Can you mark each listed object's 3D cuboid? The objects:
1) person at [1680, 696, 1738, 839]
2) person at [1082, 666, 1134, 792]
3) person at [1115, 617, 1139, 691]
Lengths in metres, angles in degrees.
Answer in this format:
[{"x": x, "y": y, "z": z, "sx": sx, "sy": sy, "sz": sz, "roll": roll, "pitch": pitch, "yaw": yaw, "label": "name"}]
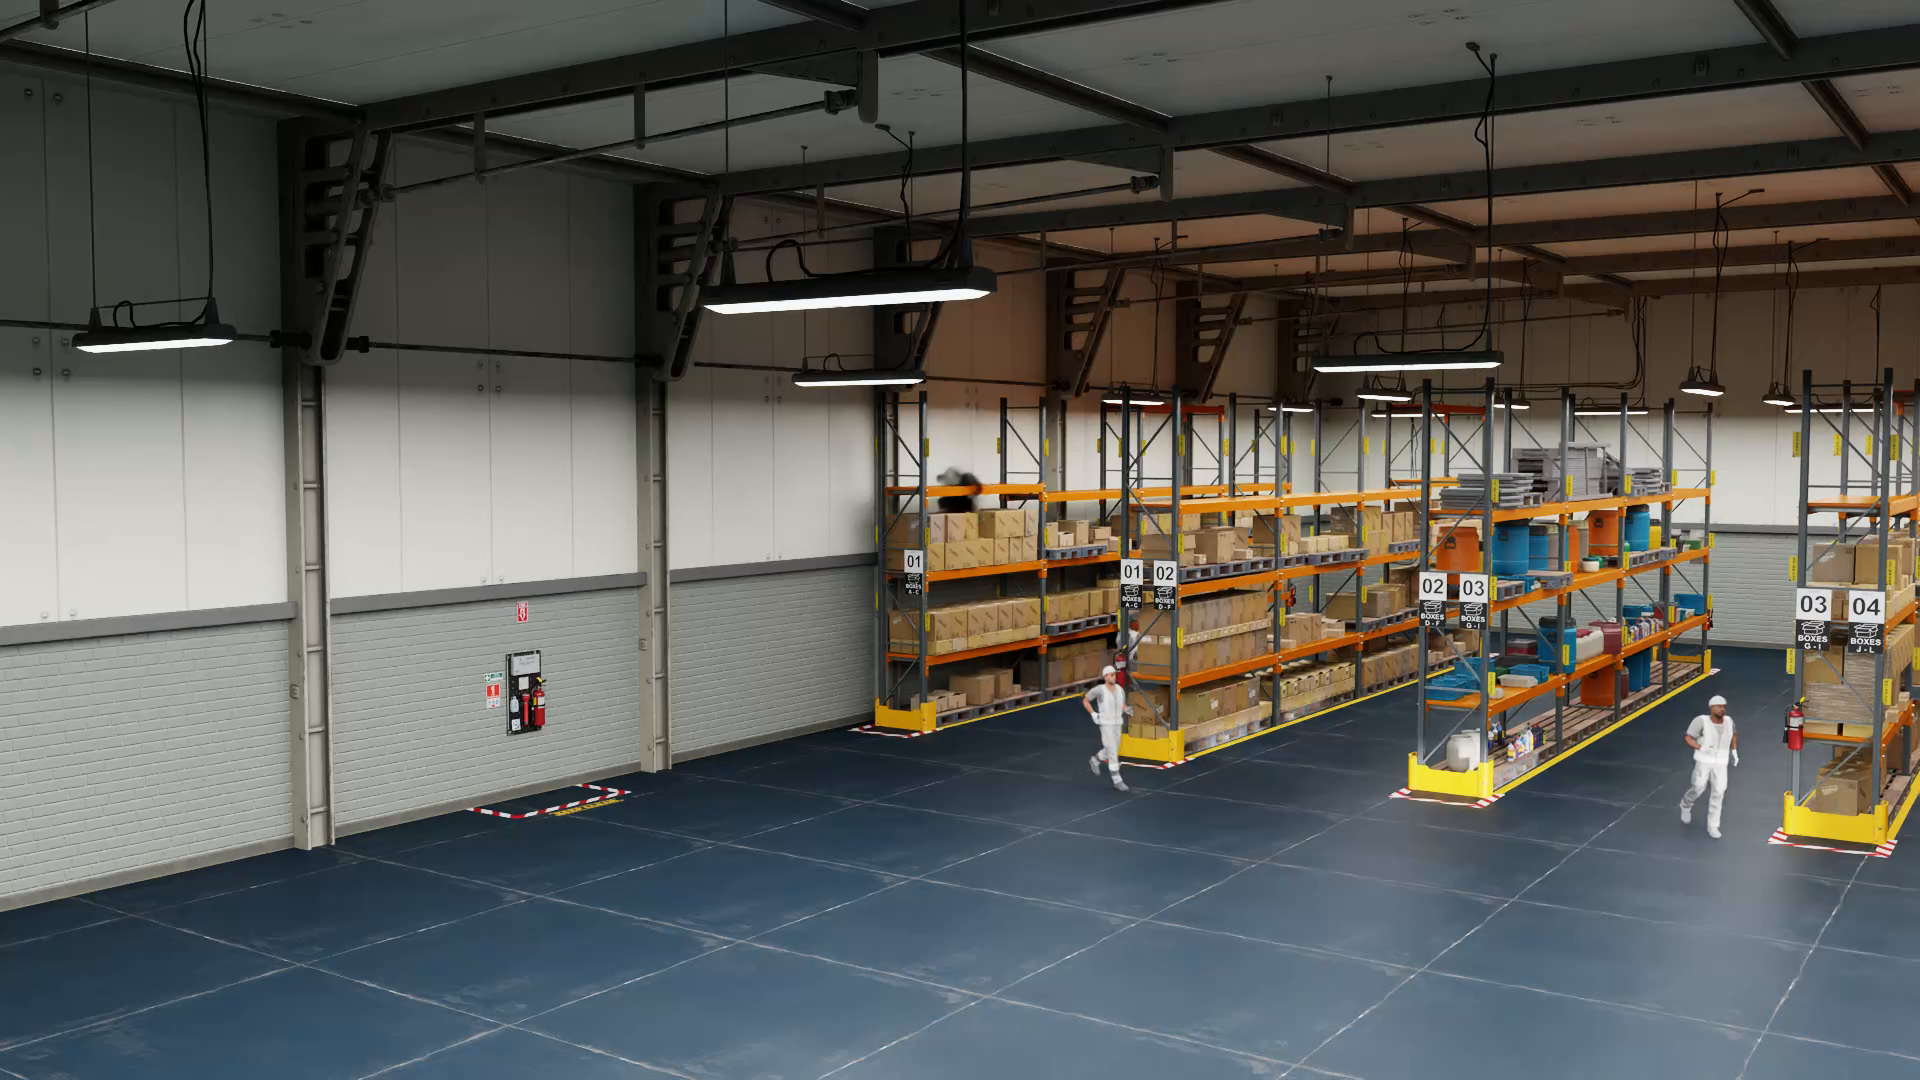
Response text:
[{"x": 9.810, "y": 2.911, "z": 21.695, "sx": 0.735, "sy": 1.791, "sz": 0.876, "roll": 0, "pitch": 3, "yaw": 2, "label": "person"}, {"x": 2.191, "y": 2.745, "z": 24.521, "sx": 0.656, "sy": 1.791, "sz": 0.980, "roll": -2, "pitch": 4, "yaw": -34, "label": "person"}, {"x": 3.037, "y": 2.196, "z": 29.987, "sx": 0.608, "sy": 1.719, "sz": 0.774, "roll": 3, "pitch": 4, "yaw": 41, "label": "person"}]
